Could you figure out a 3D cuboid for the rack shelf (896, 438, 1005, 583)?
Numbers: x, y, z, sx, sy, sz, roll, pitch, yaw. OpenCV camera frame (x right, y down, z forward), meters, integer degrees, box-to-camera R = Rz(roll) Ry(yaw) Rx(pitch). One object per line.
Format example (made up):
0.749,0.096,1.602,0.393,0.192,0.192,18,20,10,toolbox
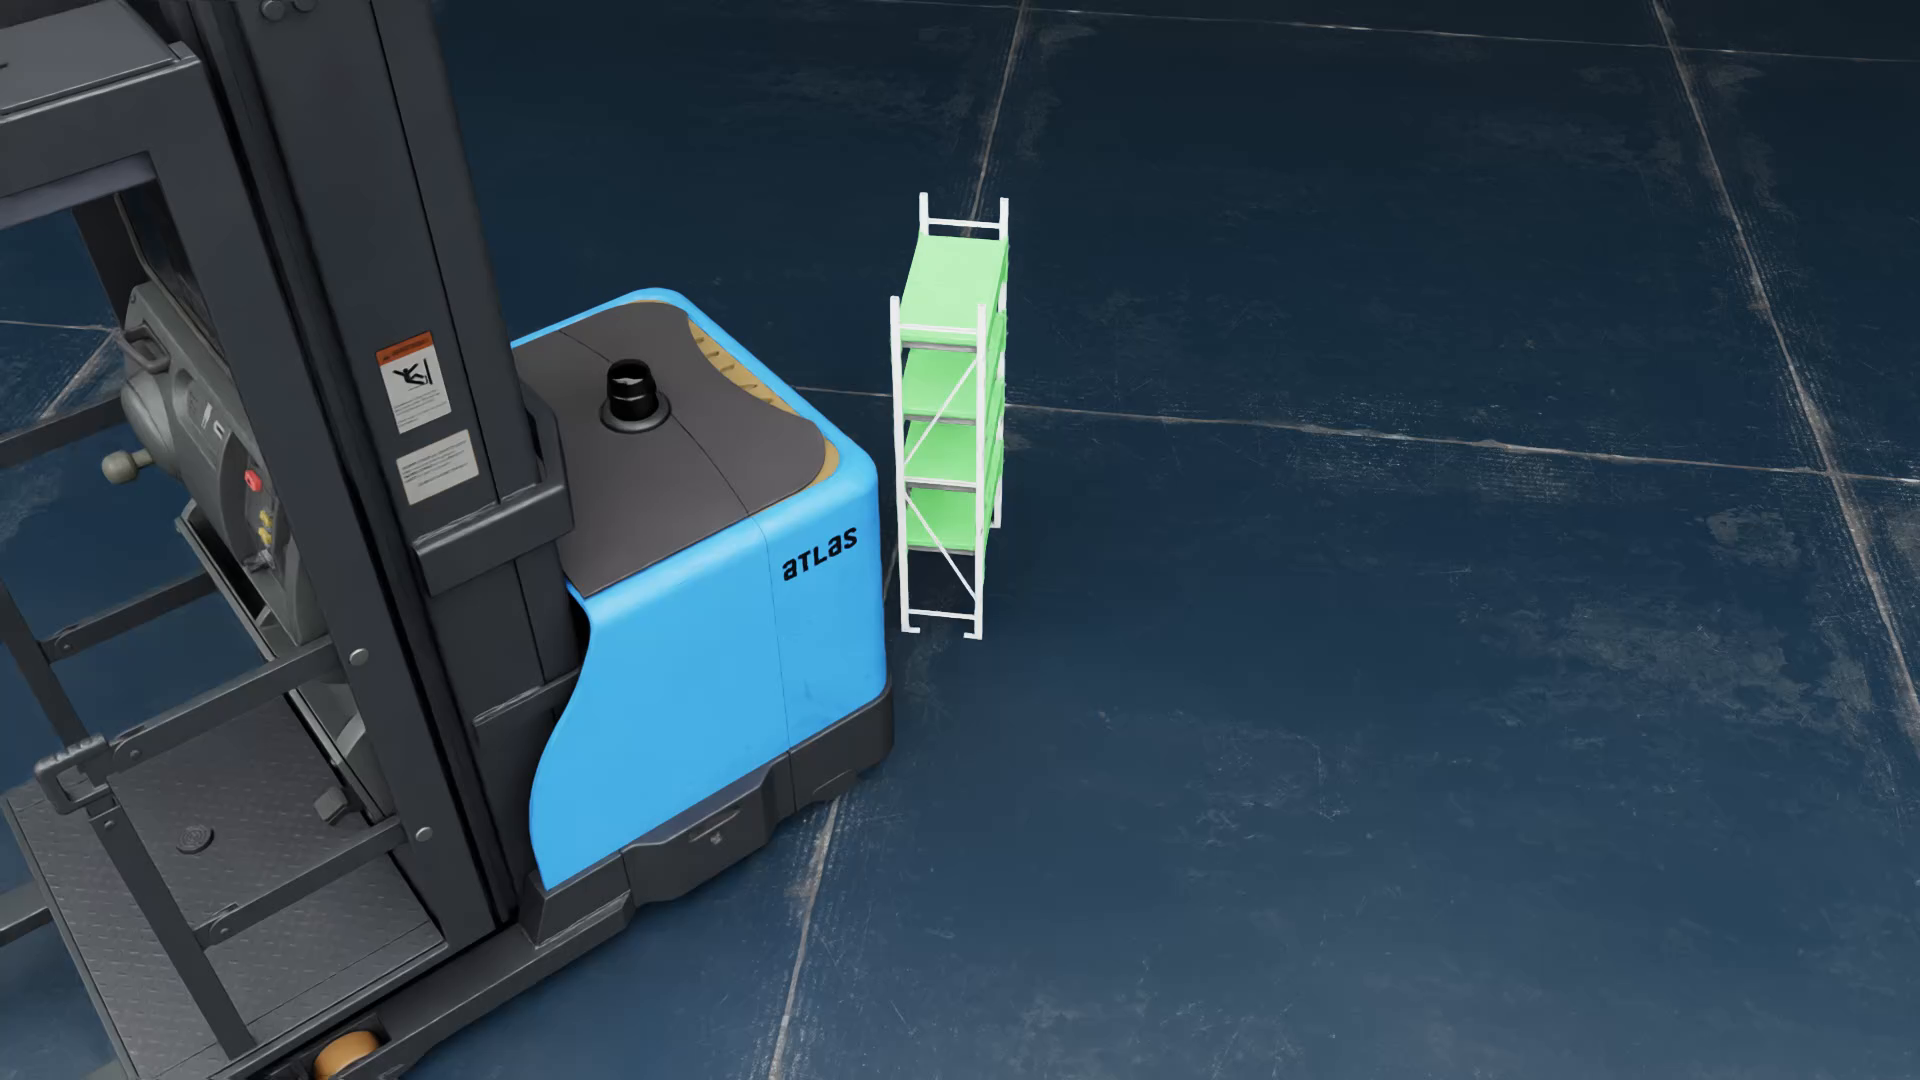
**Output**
-0.022,-0.102,4.927,0.258,0.148,0.480,5,44,6,rack shelf

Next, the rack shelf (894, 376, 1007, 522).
-0.022,-0.276,4.762,0.258,0.148,0.480,5,44,6,rack shelf

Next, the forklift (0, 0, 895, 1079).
-1.648,-0.091,3.214,3.031,2.935,1.130,-29,50,-27,forklift

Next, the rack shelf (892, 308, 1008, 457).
-0.022,-0.451,4.597,0.258,0.148,0.480,5,44,6,rack shelf

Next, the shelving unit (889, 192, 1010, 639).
-0.022,-0.323,4.718,0.258,1.200,0.503,5,44,6,shelving unit

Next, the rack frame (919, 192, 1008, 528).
0.010,-0.489,4.894,0.240,1.200,0.015,5,44,6,rack frame

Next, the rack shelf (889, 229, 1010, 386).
-0.022,-0.625,4.432,0.258,0.148,0.480,5,44,6,rack shelf

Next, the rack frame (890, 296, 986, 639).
-0.054,-0.157,4.543,0.240,1.200,0.015,5,44,6,rack frame
